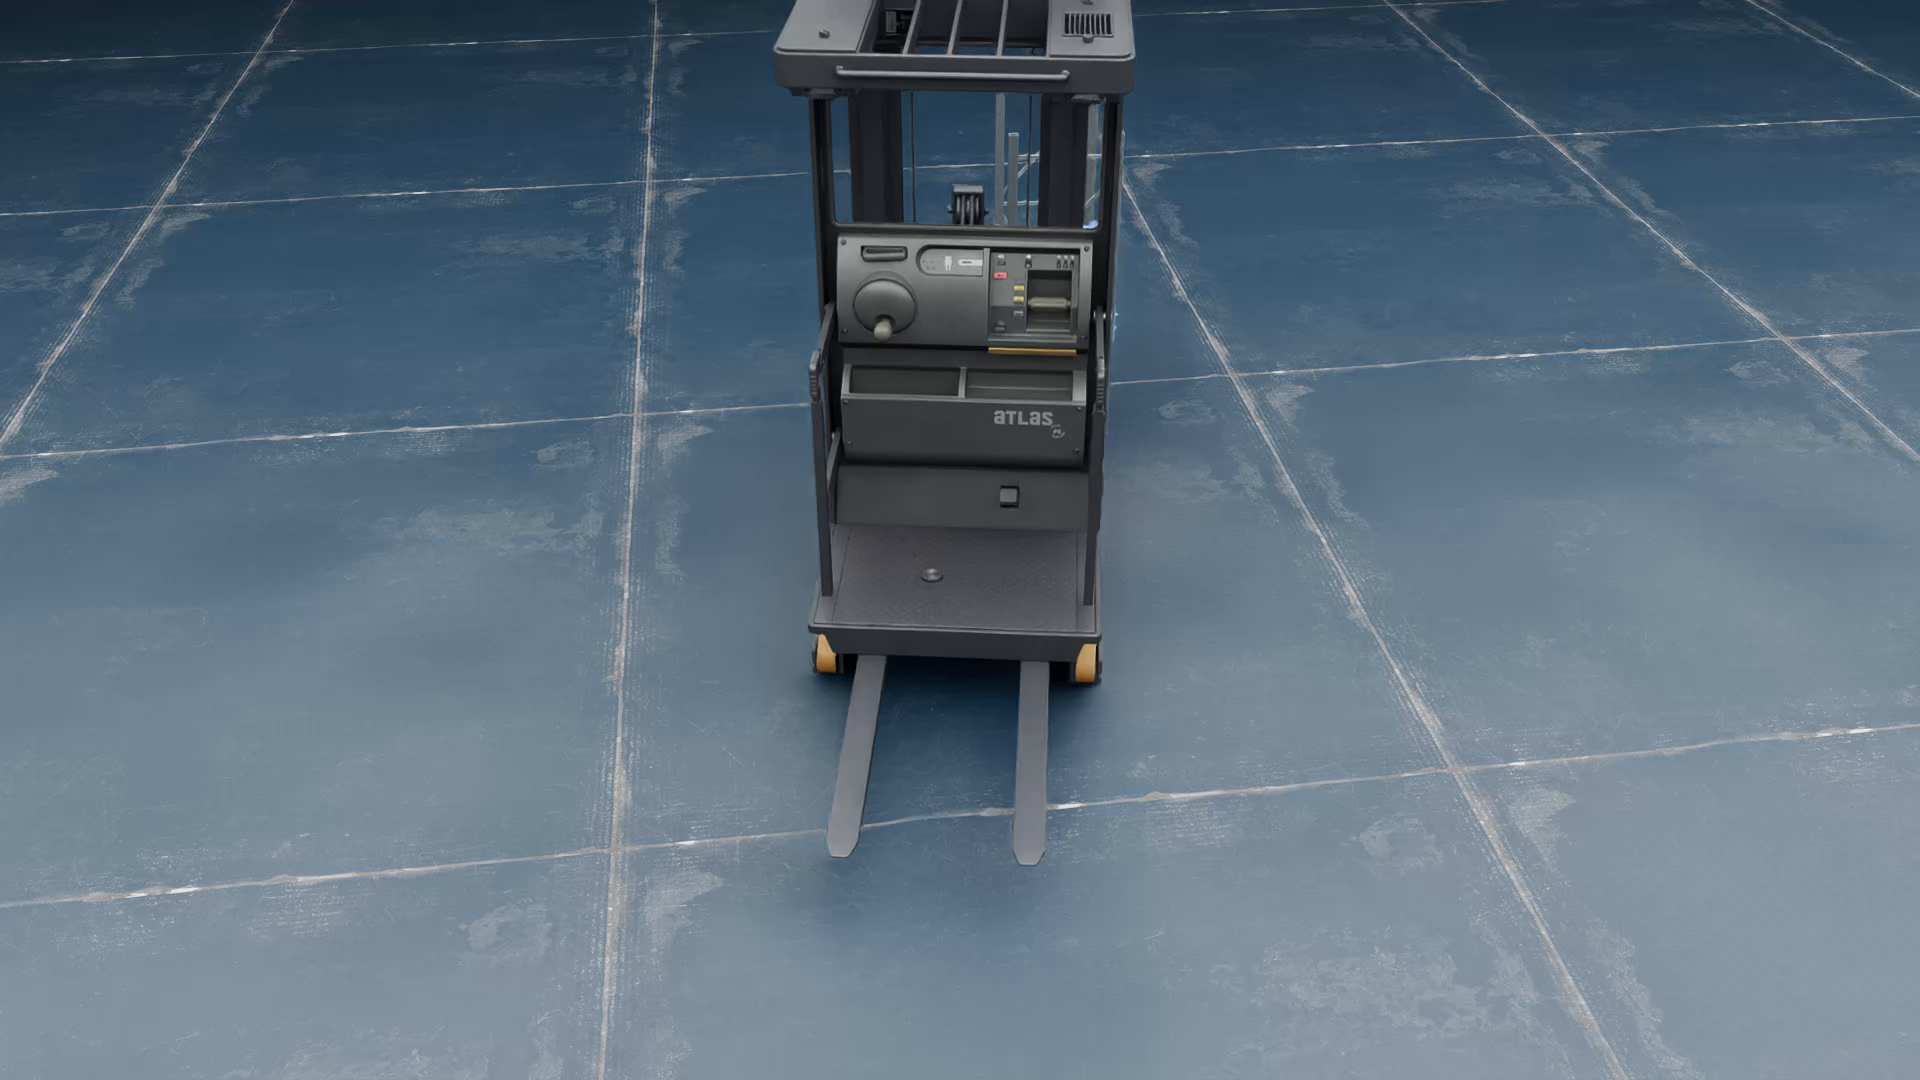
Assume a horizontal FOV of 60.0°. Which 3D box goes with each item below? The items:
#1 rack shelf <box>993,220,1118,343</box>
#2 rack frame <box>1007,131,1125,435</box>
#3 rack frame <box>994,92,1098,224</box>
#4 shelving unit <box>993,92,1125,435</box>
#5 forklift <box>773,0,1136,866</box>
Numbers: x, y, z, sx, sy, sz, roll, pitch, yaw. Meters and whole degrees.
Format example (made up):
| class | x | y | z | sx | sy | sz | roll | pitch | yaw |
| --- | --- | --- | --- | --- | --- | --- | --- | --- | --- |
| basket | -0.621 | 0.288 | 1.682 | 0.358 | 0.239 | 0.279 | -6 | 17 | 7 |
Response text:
| class | x | y | z | sx | sy | sz | roll | pitch | yaw |
| --- | --- | --- | --- | --- | --- | --- | --- | --- | --- |
| rack shelf | 0.442 | -1.268 | 8.098 | 0.538 | 0.185 | 1.000 | -1 | 34 | -2 |
| rack frame | 0.459 | -1.130 | 7.577 | 0.500 | 1.500 | 0.032 | -1 | 34 | -2 |
| rack frame | 0.425 | -1.703 | 8.417 | 0.500 | 1.500 | 0.032 | -1 | 34 | -2 |
| shelving unit | 0.442 | -1.416 | 7.997 | 0.538 | 1.500 | 1.048 | -1 | 34 | -2 |
| forklift | 0.005 | -0.848 | 5.891 | 1.130 | 2.935 | 3.031 | 2 | 34 | 3 |
